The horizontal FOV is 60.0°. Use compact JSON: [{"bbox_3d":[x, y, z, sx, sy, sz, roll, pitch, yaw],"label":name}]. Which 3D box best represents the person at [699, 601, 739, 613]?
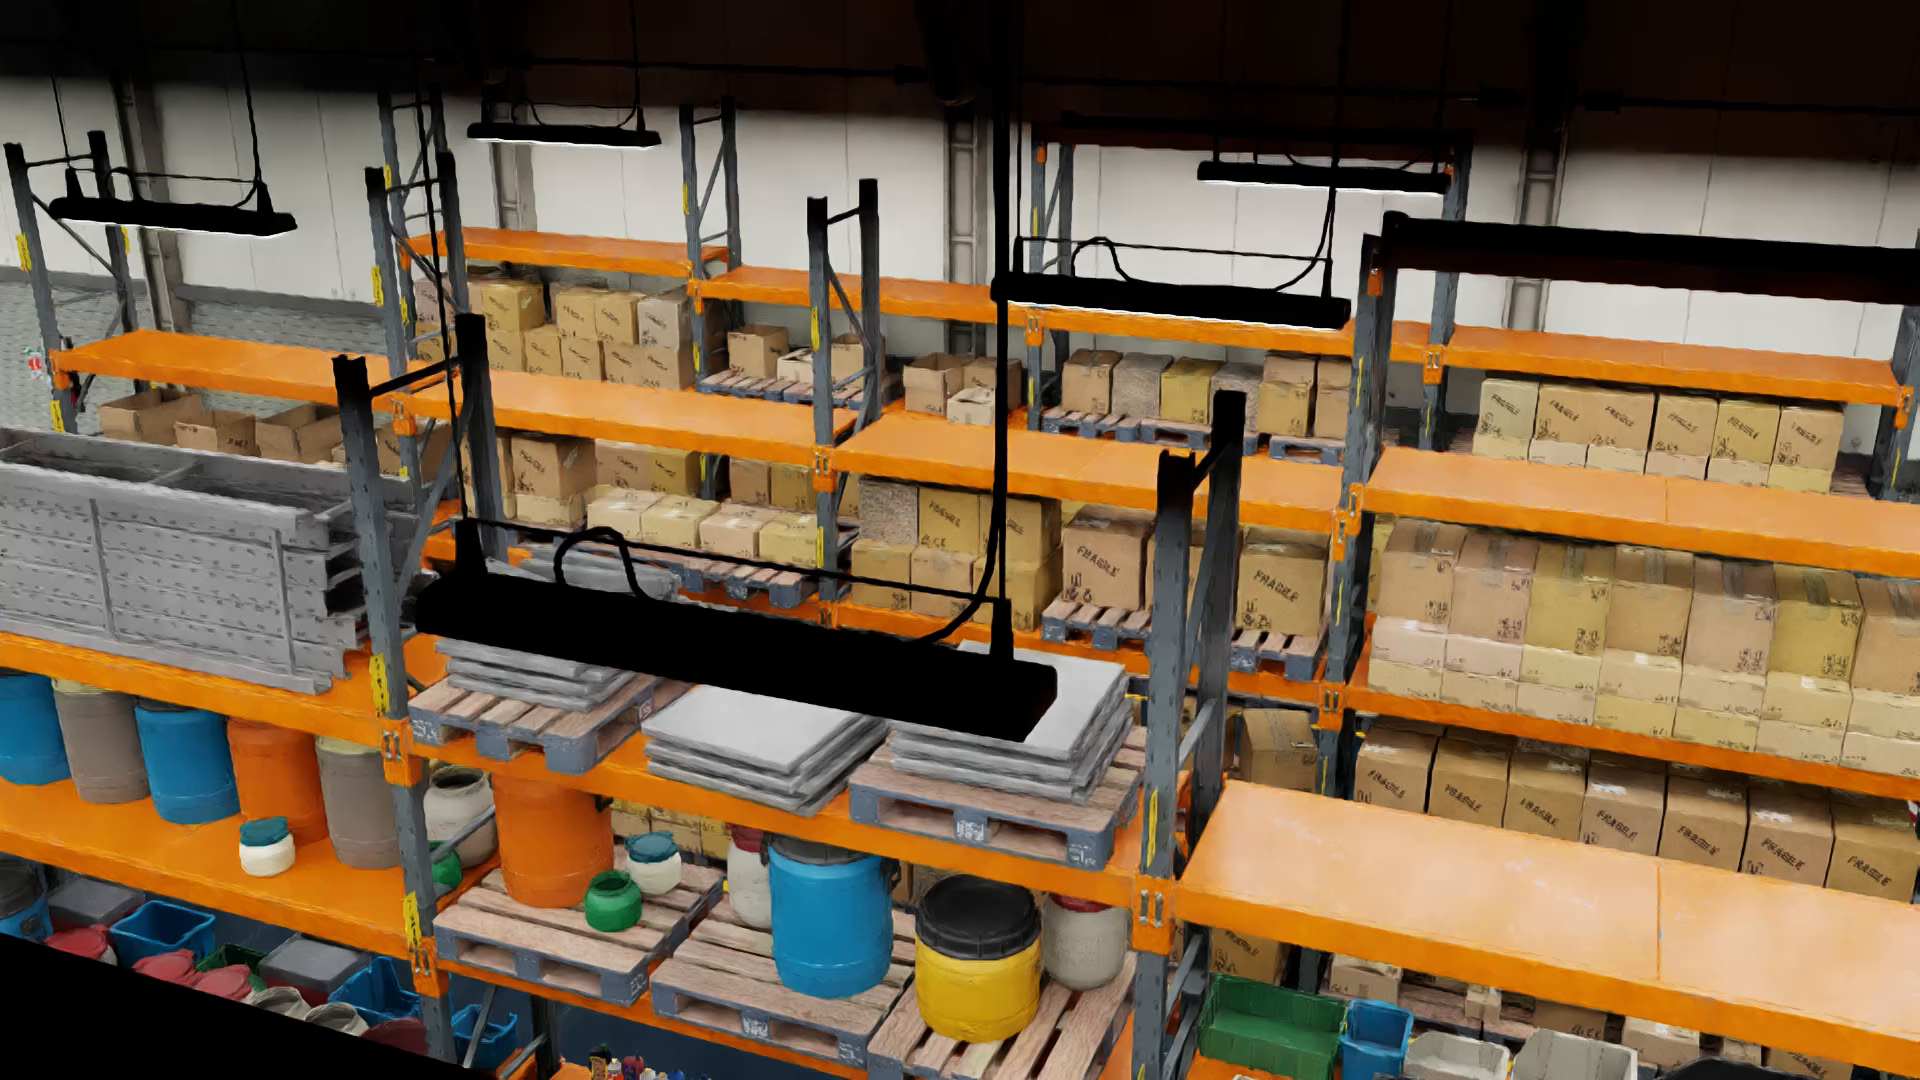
[{"bbox_3d":[-2.656,0.528,18.470,0.550,1.782,0.636,-15,26,-34],"label":"person"}]
